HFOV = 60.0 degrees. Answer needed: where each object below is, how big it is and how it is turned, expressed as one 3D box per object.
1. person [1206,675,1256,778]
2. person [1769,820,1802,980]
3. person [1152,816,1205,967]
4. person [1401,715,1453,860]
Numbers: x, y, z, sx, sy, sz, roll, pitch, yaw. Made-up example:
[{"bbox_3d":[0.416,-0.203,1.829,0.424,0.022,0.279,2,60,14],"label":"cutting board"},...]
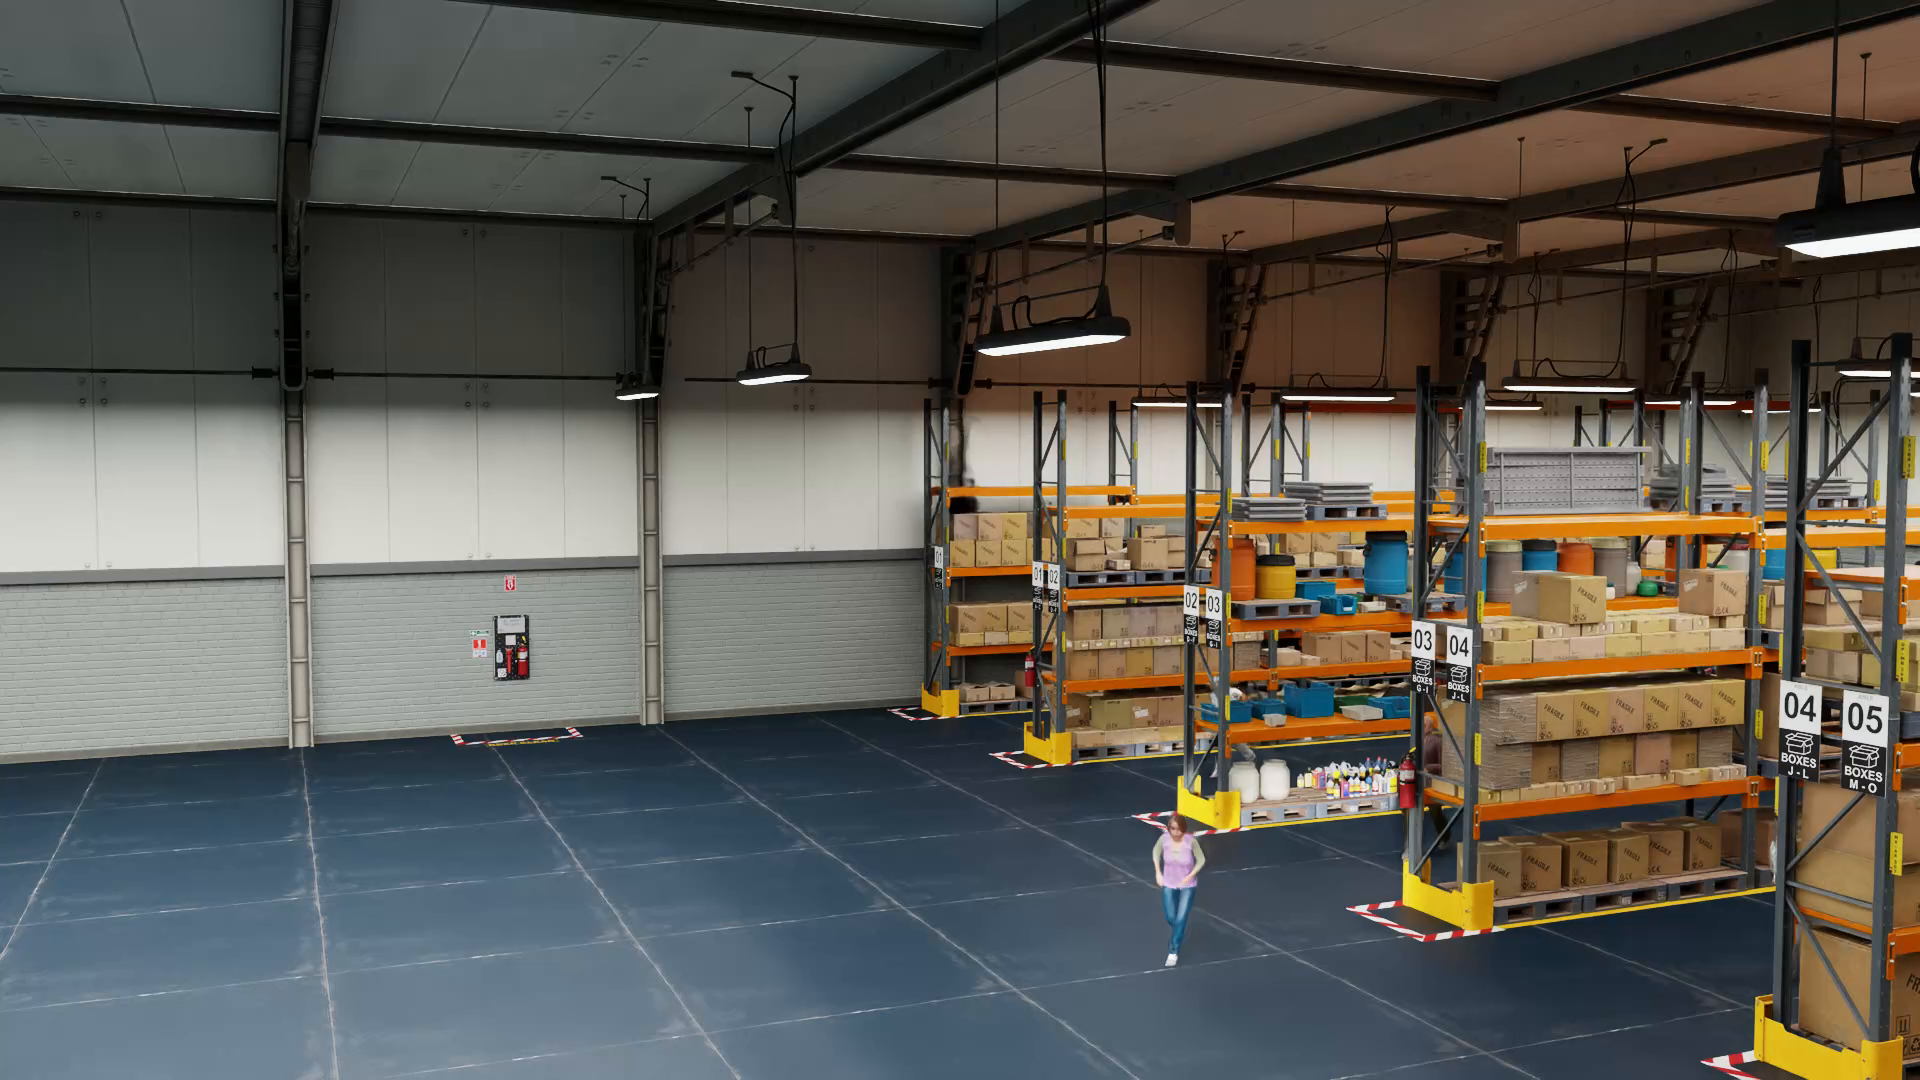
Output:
[{"bbox_3d":[4.230,2.880,25.839,1.024,1.621,0.648,-2,4,-34],"label":"person"},{"bbox_3d":[8.009,3.443,15.909,0.697,1.623,0.611,-2,4,-34],"label":"person"},{"bbox_3d":[2.174,3.501,16.533,0.532,1.431,0.686,1,3,11],"label":"person"},{"bbox_3d":[5.824,3.075,20.704,0.602,1.821,0.966,3,5,43],"label":"person"}]
